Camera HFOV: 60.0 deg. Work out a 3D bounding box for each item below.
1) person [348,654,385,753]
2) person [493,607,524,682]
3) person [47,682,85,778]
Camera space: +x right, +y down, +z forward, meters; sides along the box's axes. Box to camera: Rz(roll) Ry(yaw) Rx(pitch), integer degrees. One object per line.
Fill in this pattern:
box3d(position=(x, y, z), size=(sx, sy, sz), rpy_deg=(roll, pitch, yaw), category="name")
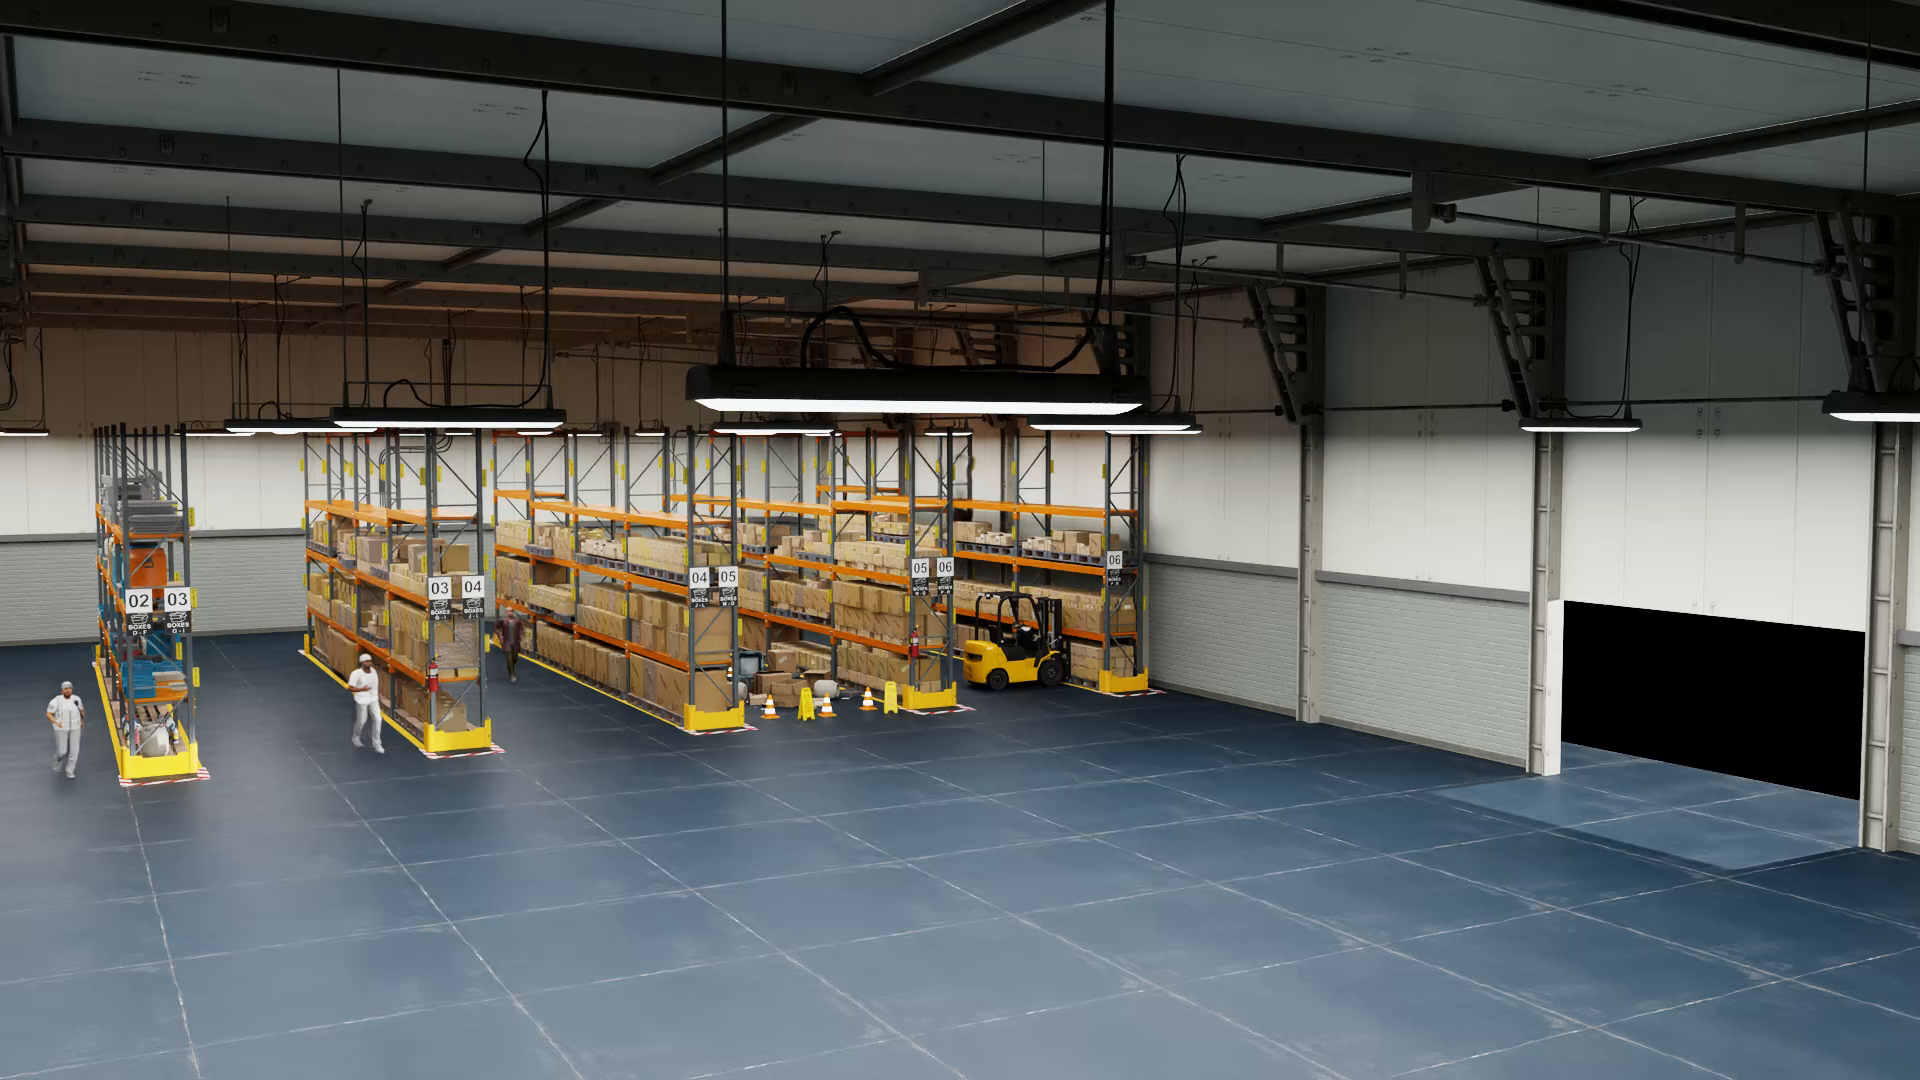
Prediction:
box3d(position=(-10.916, 2.985, 30.499), size=(0.807, 1.816, 0.679), rpy_deg=(3, 5, 42), category="person")
box3d(position=(-10.708, 2.466, 39.538), size=(0.711, 1.765, 0.880), rpy_deg=(-2, 4, -29), category="person")
box3d(position=(-15.147, 3.203, 28.210), size=(0.595, 1.622, 0.561), rpy_deg=(-3, 5, -43), category="person")
